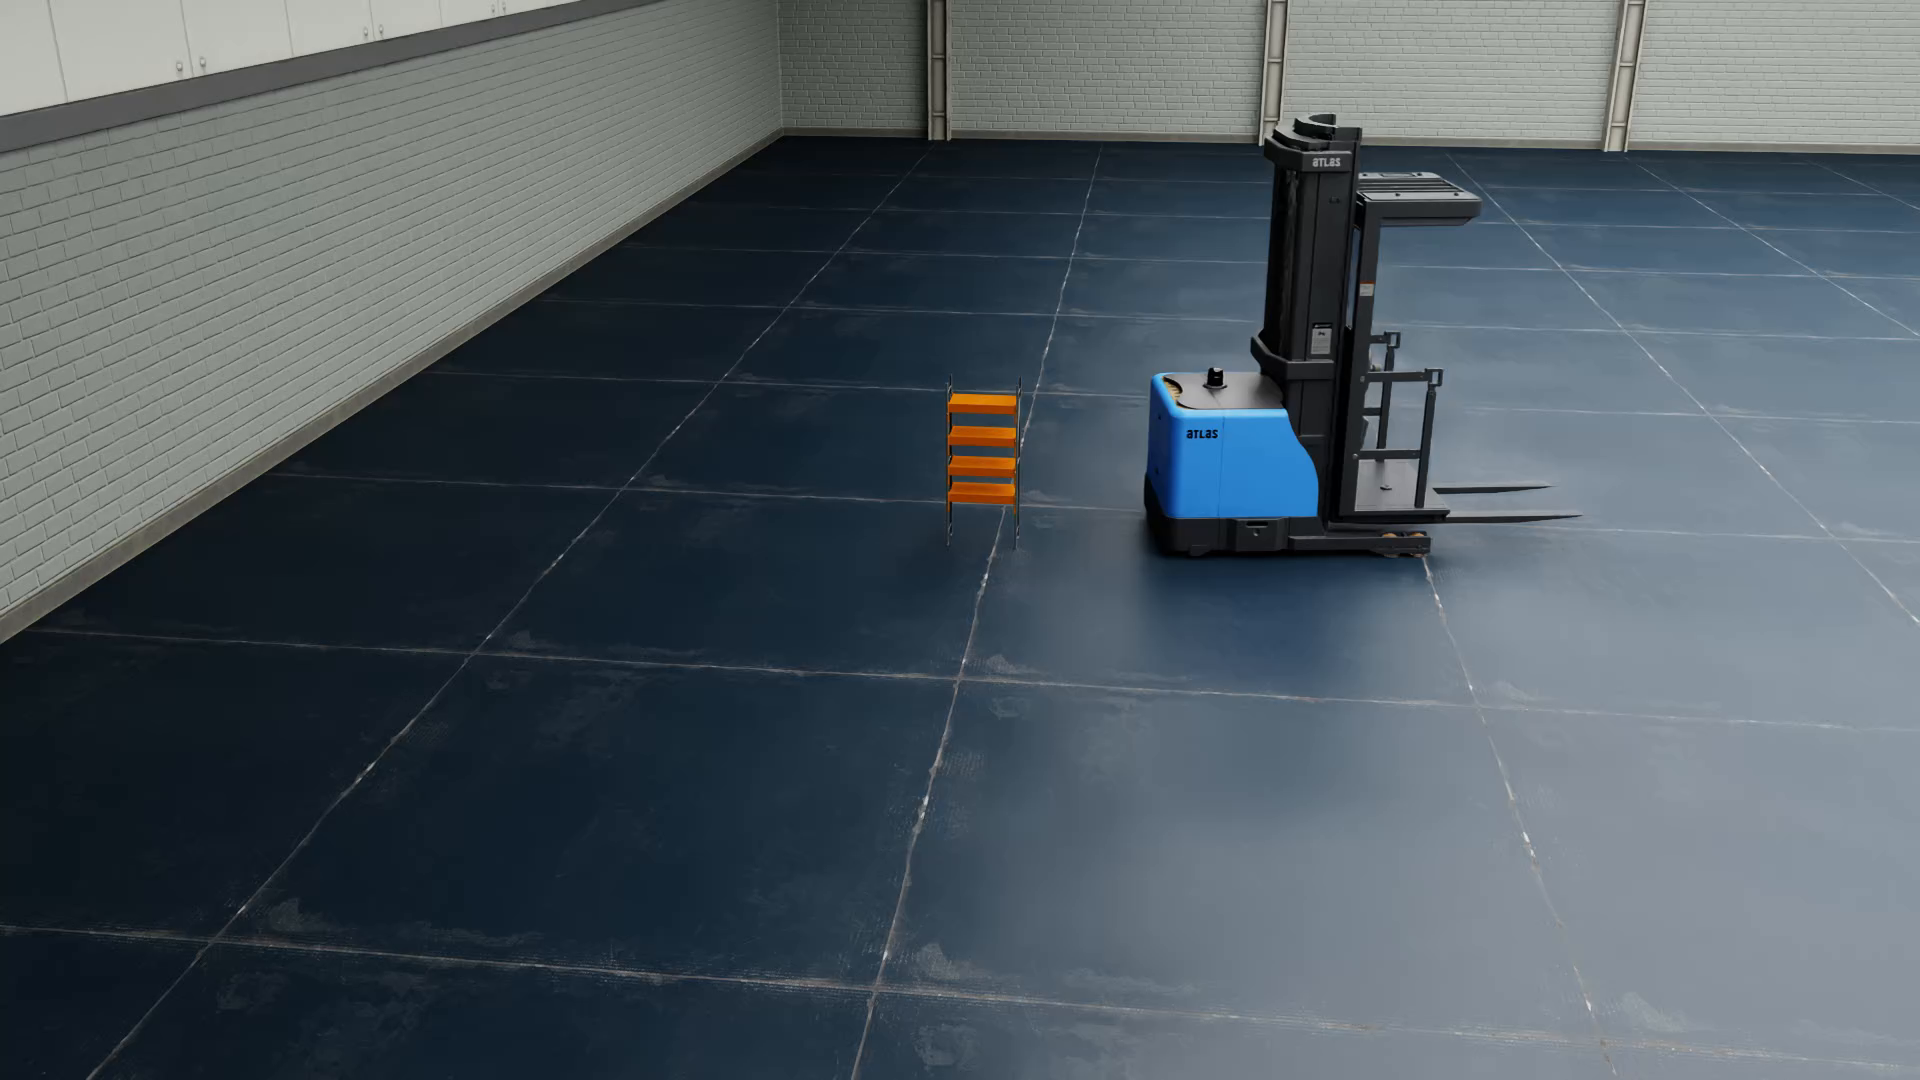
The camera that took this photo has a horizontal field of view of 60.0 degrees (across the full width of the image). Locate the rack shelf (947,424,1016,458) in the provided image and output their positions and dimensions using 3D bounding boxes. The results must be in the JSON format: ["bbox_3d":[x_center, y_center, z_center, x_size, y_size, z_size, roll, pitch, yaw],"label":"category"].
[{"bbox_3d":[0.164,-0.696,11.671,0.480,0.148,0.258,2,22,6],"label":"rack shelf"}]

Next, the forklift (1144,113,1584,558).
[{"bbox_3d":[2.907,-1.434,11.608,3.031,2.935,1.130,-1,22,-2],"label":"forklift"}]

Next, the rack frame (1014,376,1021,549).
[{"bbox_3d":[0.407,-0.540,11.701,0.015,1.200,0.240,2,22,6],"label":"rack frame"}]

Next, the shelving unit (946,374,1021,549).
[{"bbox_3d":[0.164,-0.551,11.728,0.503,1.200,0.258,2,22,6],"label":"shelving unit"}]

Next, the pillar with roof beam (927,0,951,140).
[{"bbox_3d":[-0.880,-10.014,25.058,0.400,9.000,9.100,2,22,6],"label":"pillar with roof beam"}]

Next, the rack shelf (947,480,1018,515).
[{"bbox_3d":[0.164,-0.304,11.826,0.480,0.148,0.258,2,22,6],"label":"rack shelf"}]

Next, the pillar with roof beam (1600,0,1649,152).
[{"bbox_3d":[11.037,-9.495,23.744,0.400,9.000,9.100,2,22,6],"label":"pillar with roof beam"}]

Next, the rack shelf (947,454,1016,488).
[{"bbox_3d":[0.164,-0.488,11.753,0.480,0.148,0.258,2,22,6],"label":"rack shelf"}]

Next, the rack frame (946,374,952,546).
[{"bbox_3d":[-0.078,-0.561,11.755,0.015,1.200,0.240,2,22,6],"label":"rack frame"}]

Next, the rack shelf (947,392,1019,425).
[{"bbox_3d":[0.164,-0.916,11.584,0.480,0.148,0.258,2,22,6],"label":"rack shelf"}]

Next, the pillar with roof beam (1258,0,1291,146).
[{"bbox_3d":[5.078,-9.755,24.401,0.400,9.000,9.100,2,22,6],"label":"pillar with roof beam"}]
